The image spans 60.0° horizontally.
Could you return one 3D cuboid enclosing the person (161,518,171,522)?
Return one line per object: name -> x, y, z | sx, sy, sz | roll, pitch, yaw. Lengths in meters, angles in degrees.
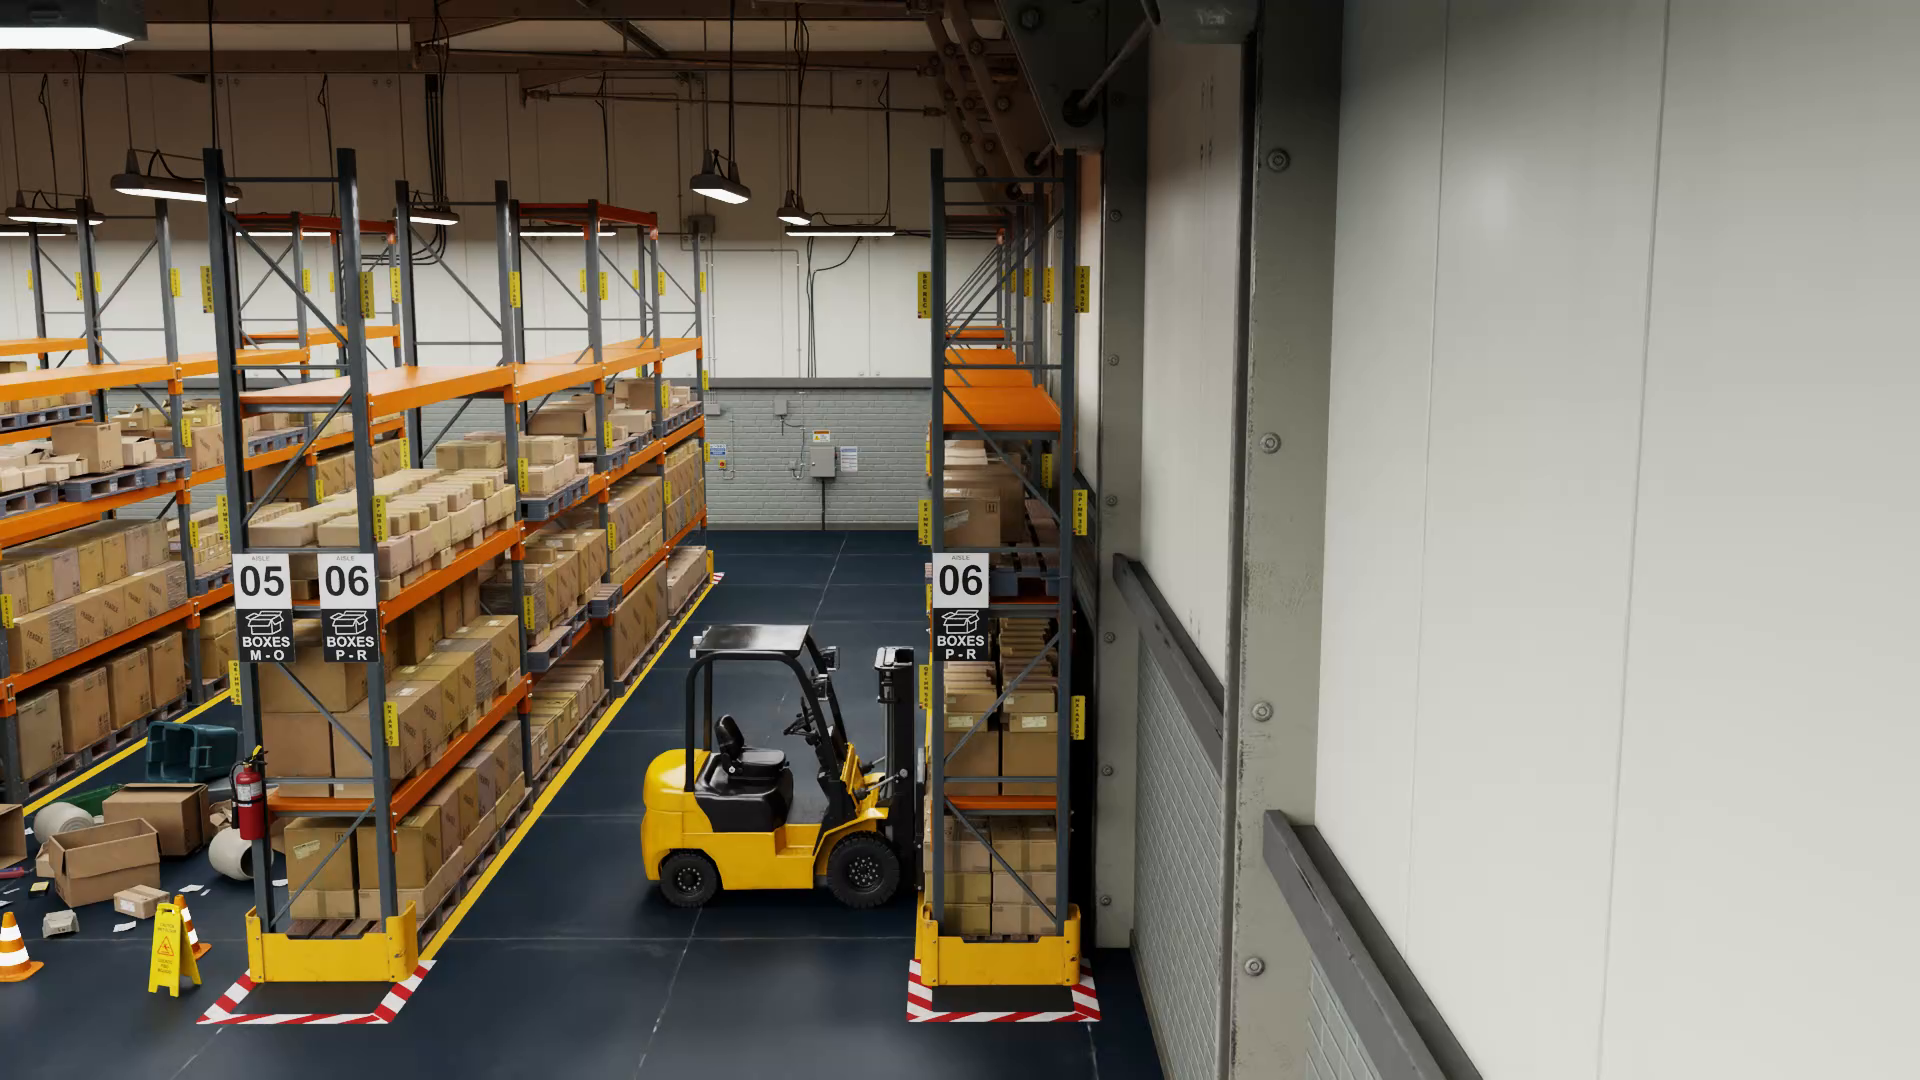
person -> -11.493, 0.488, 24.257 | 0.622, 1.686, 0.695 | 1, 9, 3
